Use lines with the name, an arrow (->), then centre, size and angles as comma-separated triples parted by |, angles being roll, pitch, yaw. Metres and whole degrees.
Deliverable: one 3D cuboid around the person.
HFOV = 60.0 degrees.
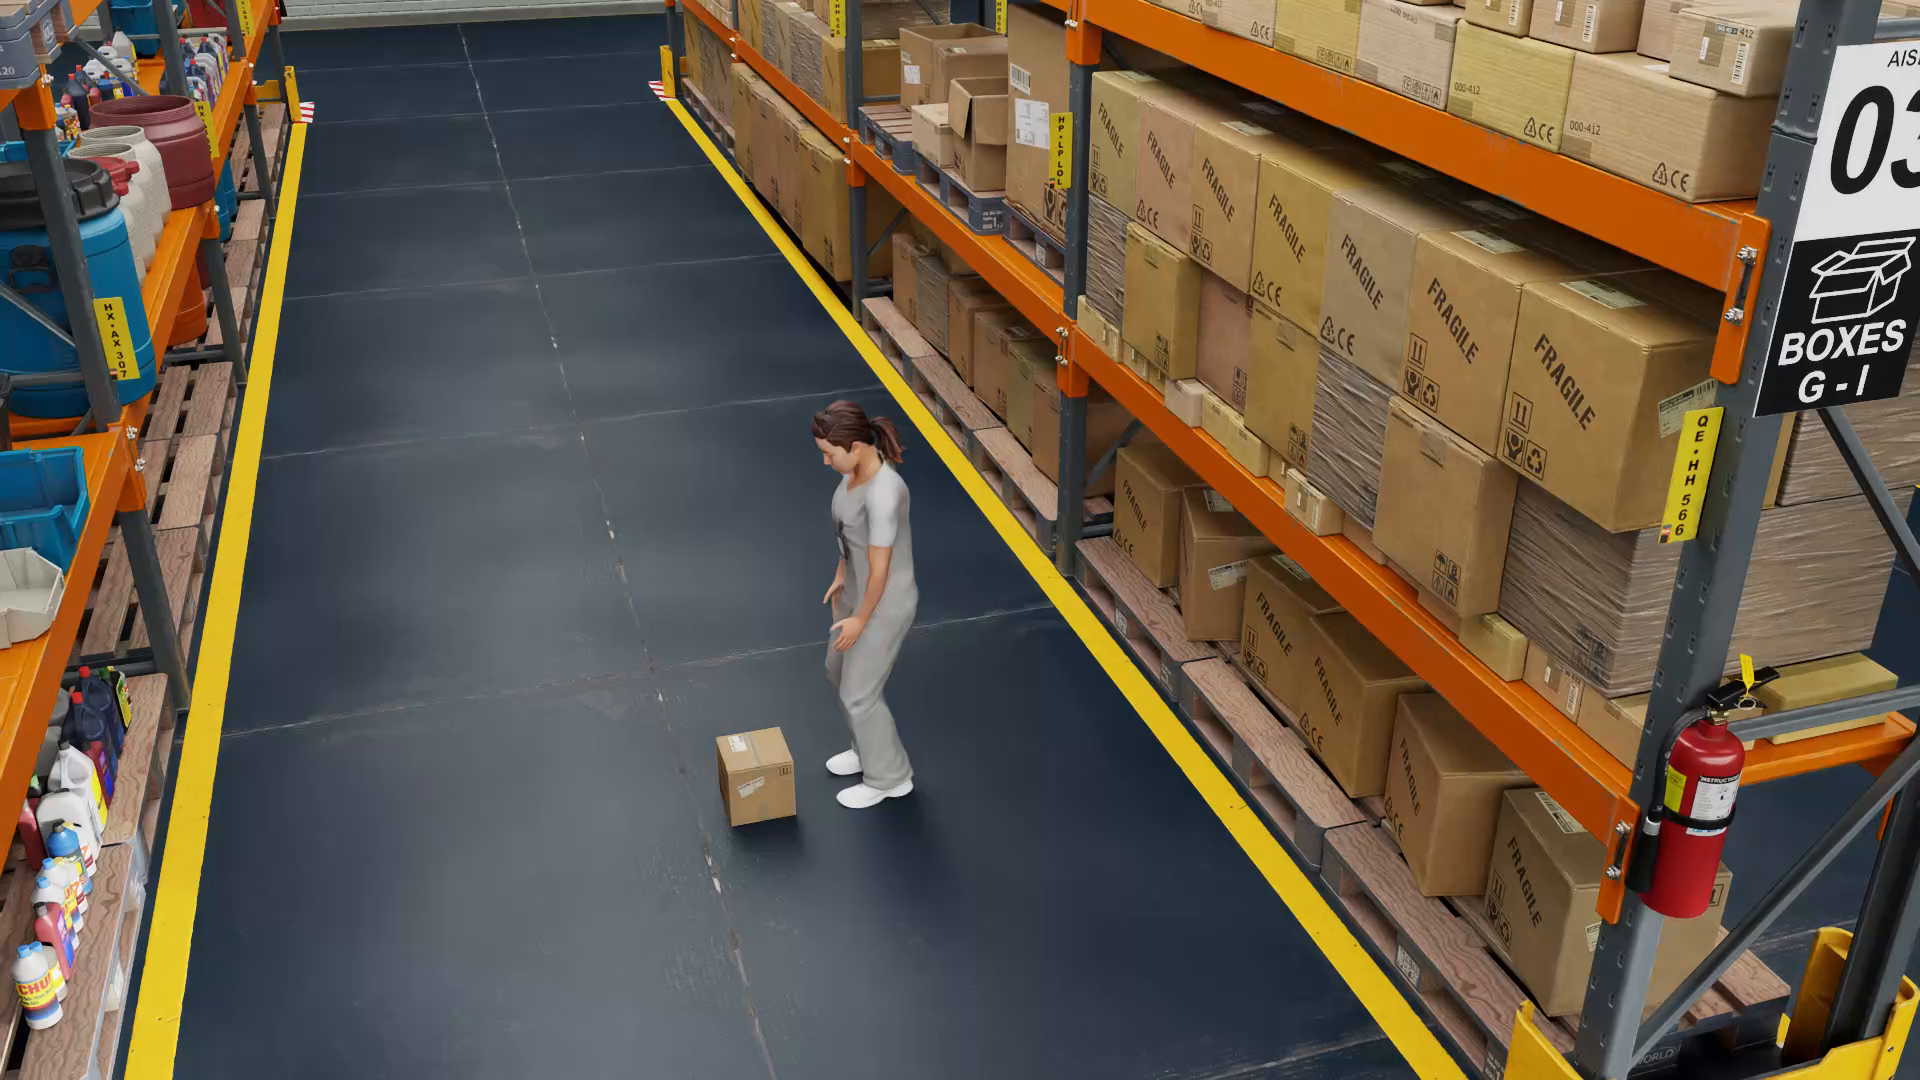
person -> -0.345, 0.241, 6.196 | 0.388, 1.627, 0.461 | -8, 27, -15
